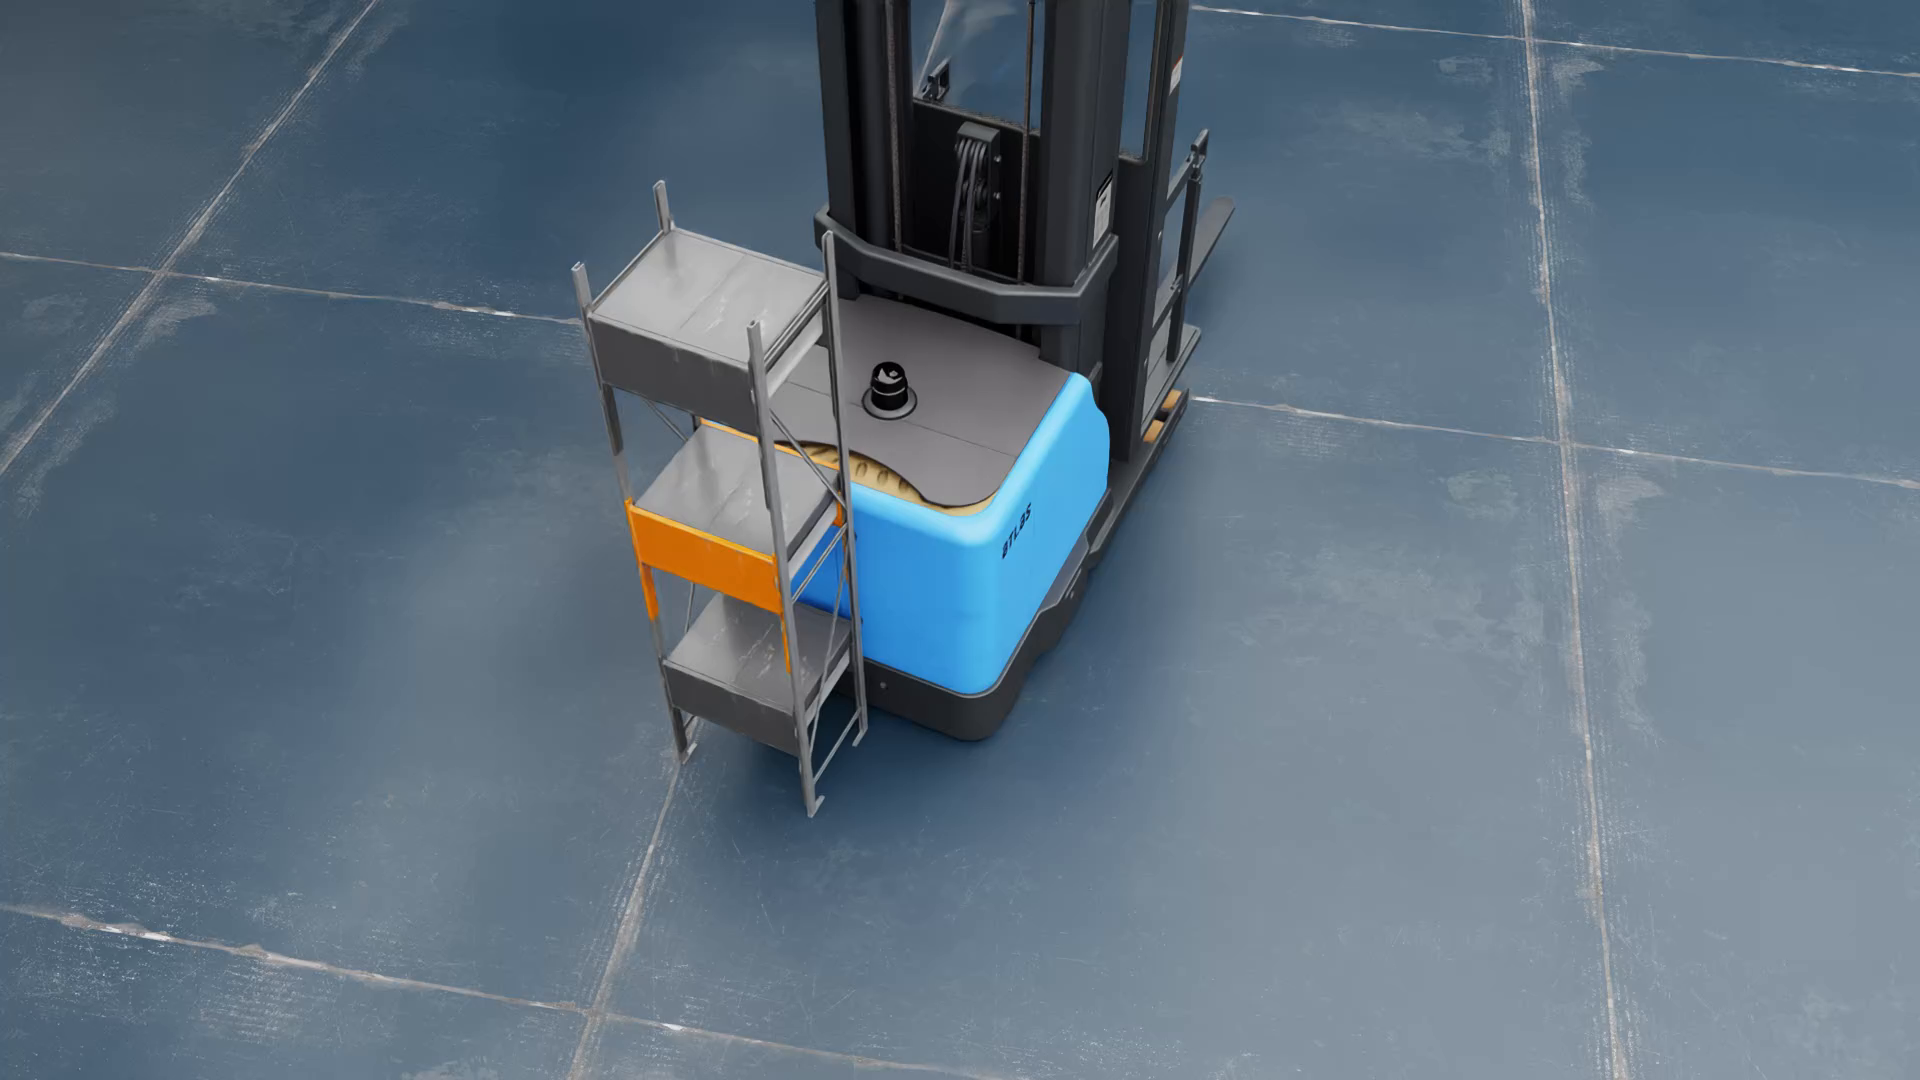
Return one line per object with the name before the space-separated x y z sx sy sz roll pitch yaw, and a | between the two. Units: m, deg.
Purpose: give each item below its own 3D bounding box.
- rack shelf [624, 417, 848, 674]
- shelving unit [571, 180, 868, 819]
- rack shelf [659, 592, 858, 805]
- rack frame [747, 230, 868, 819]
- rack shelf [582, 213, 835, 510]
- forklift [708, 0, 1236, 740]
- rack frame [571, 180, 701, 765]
rack shelf | -0.626 0.004 4.854 0.480 0.518 0.431 19 51 17
shelving unit | -0.626 -0.006 4.843 0.503 2.100 0.431 19 51 17
rack shelf | -0.626 0.471 5.374 0.480 0.518 0.431 19 51 17
rack frame | -0.405 0.072 4.774 0.015 2.100 0.400 19 51 17
rack shelf | -0.626 -0.464 4.333 0.480 0.518 0.431 19 51 17
forklift | 0.259 -1.421 5.556 1.130 2.935 3.031 19 51 17
rack frame | -0.847 -0.083 4.913 0.015 2.100 0.400 19 51 17
